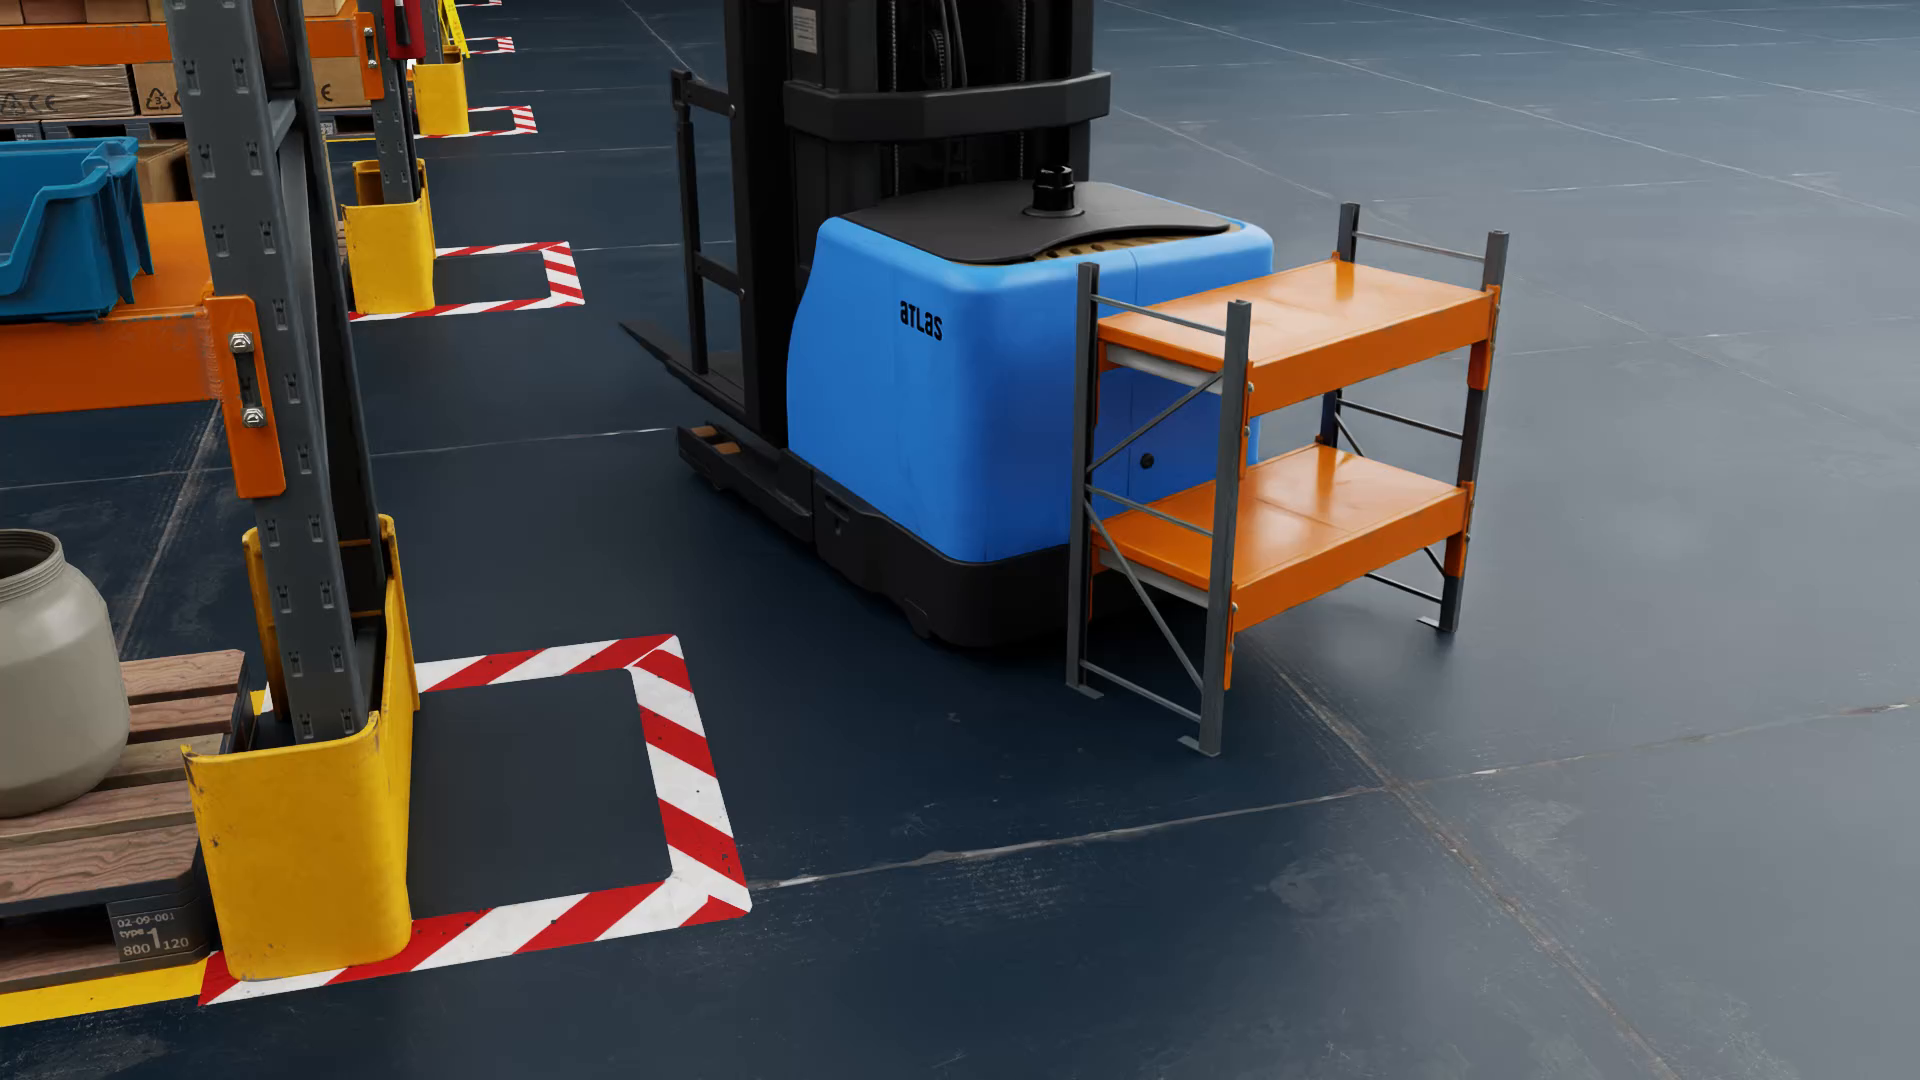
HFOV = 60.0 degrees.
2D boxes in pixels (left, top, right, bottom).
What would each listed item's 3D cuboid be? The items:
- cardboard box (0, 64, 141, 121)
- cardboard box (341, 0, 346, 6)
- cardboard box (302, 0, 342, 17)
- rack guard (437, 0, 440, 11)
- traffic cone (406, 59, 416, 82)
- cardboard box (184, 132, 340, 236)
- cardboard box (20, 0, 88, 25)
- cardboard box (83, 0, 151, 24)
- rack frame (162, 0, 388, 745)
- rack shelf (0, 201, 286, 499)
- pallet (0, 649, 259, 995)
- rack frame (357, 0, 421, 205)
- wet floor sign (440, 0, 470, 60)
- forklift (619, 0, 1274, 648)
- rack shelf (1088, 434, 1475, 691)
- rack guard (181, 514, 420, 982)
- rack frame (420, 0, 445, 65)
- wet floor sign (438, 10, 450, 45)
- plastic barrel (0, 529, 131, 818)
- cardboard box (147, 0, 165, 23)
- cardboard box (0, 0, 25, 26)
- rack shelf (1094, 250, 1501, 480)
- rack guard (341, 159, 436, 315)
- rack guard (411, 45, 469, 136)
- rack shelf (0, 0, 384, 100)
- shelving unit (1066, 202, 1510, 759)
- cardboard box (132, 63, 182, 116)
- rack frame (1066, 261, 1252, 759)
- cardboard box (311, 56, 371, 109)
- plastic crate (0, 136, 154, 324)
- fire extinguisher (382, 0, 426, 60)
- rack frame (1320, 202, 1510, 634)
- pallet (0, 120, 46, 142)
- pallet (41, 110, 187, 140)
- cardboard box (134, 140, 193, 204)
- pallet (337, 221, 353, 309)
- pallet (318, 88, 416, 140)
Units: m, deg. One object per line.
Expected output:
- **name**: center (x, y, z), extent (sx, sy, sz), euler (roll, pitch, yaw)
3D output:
- **cardboard box**: center (-6.301, -3.479, 11.717), extent (0.875, 0.875, 0.875), euler (-6, 24, -14)
- **cardboard box**: center (-3.037, -2.602, 7.828), extent (0.250, 0.149, 0.380), euler (-6, 24, -14)
- **cardboard box**: center (-2.917, -2.433, 7.435), extent (0.250, 0.149, 0.380), euler (-6, 24, -14)
- **rack guard**: center (-5.448, -5.263, 16.881), extent (0.348, 0.500, 1.175), euler (-6, 24, -14)
- **traffic cone**: center (-4.813, -4.333, 14.762), extent (0.334, 0.463, 0.336), euler (-6, 24, -14)
- **cardboard box**: center (-3.304, -1.641, 7.909), extent (0.500, 0.500, 0.500), euler (-2, 23, -5)
- **cardboard box**: center (-3.881, -2.329, 7.192), extent (0.250, 0.149, 0.380), euler (-6, 24, -14)
- **cardboard box**: center (-3.629, -2.340, 7.217), extent (0.250, 0.149, 0.380), euler (-6, 24, -14)
- **rack frame**: center (-1.360, -0.777, 3.256), extent (0.127, 3.000, 1.000), euler (-6, 24, -14)
- **rack shelf**: center (-3.286, -0.233, 2.902), extent (4.000, 0.370, 1.077), euler (-6, 24, -14)
- **pallet**: center (-2.204, 0.615, 3.549), extent (1.213, 0.211, 1.003), euler (-6, 24, -14)
- **rack frame**: center (-2.698, -2.657, 7.639), extent (0.127, 3.000, 1.000), euler (-6, 24, -14)
- **wet floor sign**: center (-4.903, -4.952, 15.972), extent (0.232, 0.644, 0.267), euler (2, 23, 4)
- **forklift**: center (-0.323, -1.597, 5.256), extent (1.130, 2.935, 3.031), euler (-13, 27, -28)
- **rack shelf**: center (0.835, 0.026, 4.383), extent (1.000, 0.278, 0.538), euler (-19, 30, -38)
- **rack guard**: center (-1.421, 0.398, 3.689), extent (0.348, 0.500, 1.175), euler (-6, 24, -14)
- **rack frame**: center (-3.941, -4.551, 12.052), extent (0.127, 3.000, 1.000), euler (-6, 24, -14)
- **wet floor sign**: center (-4.448, -4.224, 14.276), extent (0.232, 0.644, 0.267), euler (-11, 25, -23)
- **plastic barrel**: center (-1.973, 0.273, 3.433), extent (0.421, 0.512, 0.421), euler (0, 23, 0)
- **cardboard box**: center (-3.385, -2.360, 7.266), extent (0.250, 0.149, 0.380), euler (-6, 24, -14)
- **cardboard box**: center (-4.116, -2.294, 7.110), extent (0.250, 0.149, 0.380), euler (-6, 24, -14)
- **rack shelf**: center (0.835, -0.468, 4.171), extent (1.000, 0.278, 0.538), euler (-19, 30, -38)
- **rack guard**: center (-2.771, -1.500, 8.113), extent (0.348, 0.500, 1.175), euler (-6, 24, -14)
- **rack guard**: center (-3.918, -3.405, 12.551), extent (0.348, 0.500, 1.175), euler (-6, 24, -14)
- **rack shelf**: center (-4.624, -2.114, 7.284), extent (4.000, 0.370, 1.077), euler (-6, 24, -14)
- **shelving unit**: center (0.835, -0.199, 4.287), extent (1.048, 1.125, 0.538), euler (-19, 30, -38)
- **cardboard box**: center (-5.422, -3.576, 11.942), extent (0.875, 0.875, 0.875), euler (-7, 24, -15)
- **rack frame**: center (0.454, -0.066, 3.977), extent (0.032, 1.125, 0.500), euler (-19, 30, -38)
- **cardboard box**: center (-4.576, -3.670, 12.162), extent (0.875, 0.875, 0.875), euler (-6, 24, -14)
- **plastic crate**: center (-1.761, -0.542, 2.897), extent (0.616, 0.251, 0.499), euler (-6, 24, -14)
- **fire extinguisher**: center (-2.464, -2.459, 7.275), extent (0.183, 0.674, 0.296), euler (-6, 24, -14)
- **rack frame**: center (1.216, -0.331, 4.596), extent (0.032, 1.125, 0.500), euler (-19, 30, -38)
- **pallet**: center (-7.039, -2.895, 11.729), extent (1.213, 0.211, 1.003), euler (-6, 24, -14)
- **pallet**: center (-5.862, -3.026, 12.035), extent (1.213, 0.211, 1.003), euler (-6, 24, -14)
- **cardboard box**: center (-3.870, -1.565, 7.730), extent (0.500, 0.500, 0.500), euler (0, 23, 0)
- **pallet**: center (-3.563, -1.295, 7.999), extent (1.213, 0.211, 1.003), euler (-6, 24, -14)
- **pallet**: center (-4.689, -3.155, 12.335), extent (1.213, 0.211, 1.003), euler (-6, 24, -14)
